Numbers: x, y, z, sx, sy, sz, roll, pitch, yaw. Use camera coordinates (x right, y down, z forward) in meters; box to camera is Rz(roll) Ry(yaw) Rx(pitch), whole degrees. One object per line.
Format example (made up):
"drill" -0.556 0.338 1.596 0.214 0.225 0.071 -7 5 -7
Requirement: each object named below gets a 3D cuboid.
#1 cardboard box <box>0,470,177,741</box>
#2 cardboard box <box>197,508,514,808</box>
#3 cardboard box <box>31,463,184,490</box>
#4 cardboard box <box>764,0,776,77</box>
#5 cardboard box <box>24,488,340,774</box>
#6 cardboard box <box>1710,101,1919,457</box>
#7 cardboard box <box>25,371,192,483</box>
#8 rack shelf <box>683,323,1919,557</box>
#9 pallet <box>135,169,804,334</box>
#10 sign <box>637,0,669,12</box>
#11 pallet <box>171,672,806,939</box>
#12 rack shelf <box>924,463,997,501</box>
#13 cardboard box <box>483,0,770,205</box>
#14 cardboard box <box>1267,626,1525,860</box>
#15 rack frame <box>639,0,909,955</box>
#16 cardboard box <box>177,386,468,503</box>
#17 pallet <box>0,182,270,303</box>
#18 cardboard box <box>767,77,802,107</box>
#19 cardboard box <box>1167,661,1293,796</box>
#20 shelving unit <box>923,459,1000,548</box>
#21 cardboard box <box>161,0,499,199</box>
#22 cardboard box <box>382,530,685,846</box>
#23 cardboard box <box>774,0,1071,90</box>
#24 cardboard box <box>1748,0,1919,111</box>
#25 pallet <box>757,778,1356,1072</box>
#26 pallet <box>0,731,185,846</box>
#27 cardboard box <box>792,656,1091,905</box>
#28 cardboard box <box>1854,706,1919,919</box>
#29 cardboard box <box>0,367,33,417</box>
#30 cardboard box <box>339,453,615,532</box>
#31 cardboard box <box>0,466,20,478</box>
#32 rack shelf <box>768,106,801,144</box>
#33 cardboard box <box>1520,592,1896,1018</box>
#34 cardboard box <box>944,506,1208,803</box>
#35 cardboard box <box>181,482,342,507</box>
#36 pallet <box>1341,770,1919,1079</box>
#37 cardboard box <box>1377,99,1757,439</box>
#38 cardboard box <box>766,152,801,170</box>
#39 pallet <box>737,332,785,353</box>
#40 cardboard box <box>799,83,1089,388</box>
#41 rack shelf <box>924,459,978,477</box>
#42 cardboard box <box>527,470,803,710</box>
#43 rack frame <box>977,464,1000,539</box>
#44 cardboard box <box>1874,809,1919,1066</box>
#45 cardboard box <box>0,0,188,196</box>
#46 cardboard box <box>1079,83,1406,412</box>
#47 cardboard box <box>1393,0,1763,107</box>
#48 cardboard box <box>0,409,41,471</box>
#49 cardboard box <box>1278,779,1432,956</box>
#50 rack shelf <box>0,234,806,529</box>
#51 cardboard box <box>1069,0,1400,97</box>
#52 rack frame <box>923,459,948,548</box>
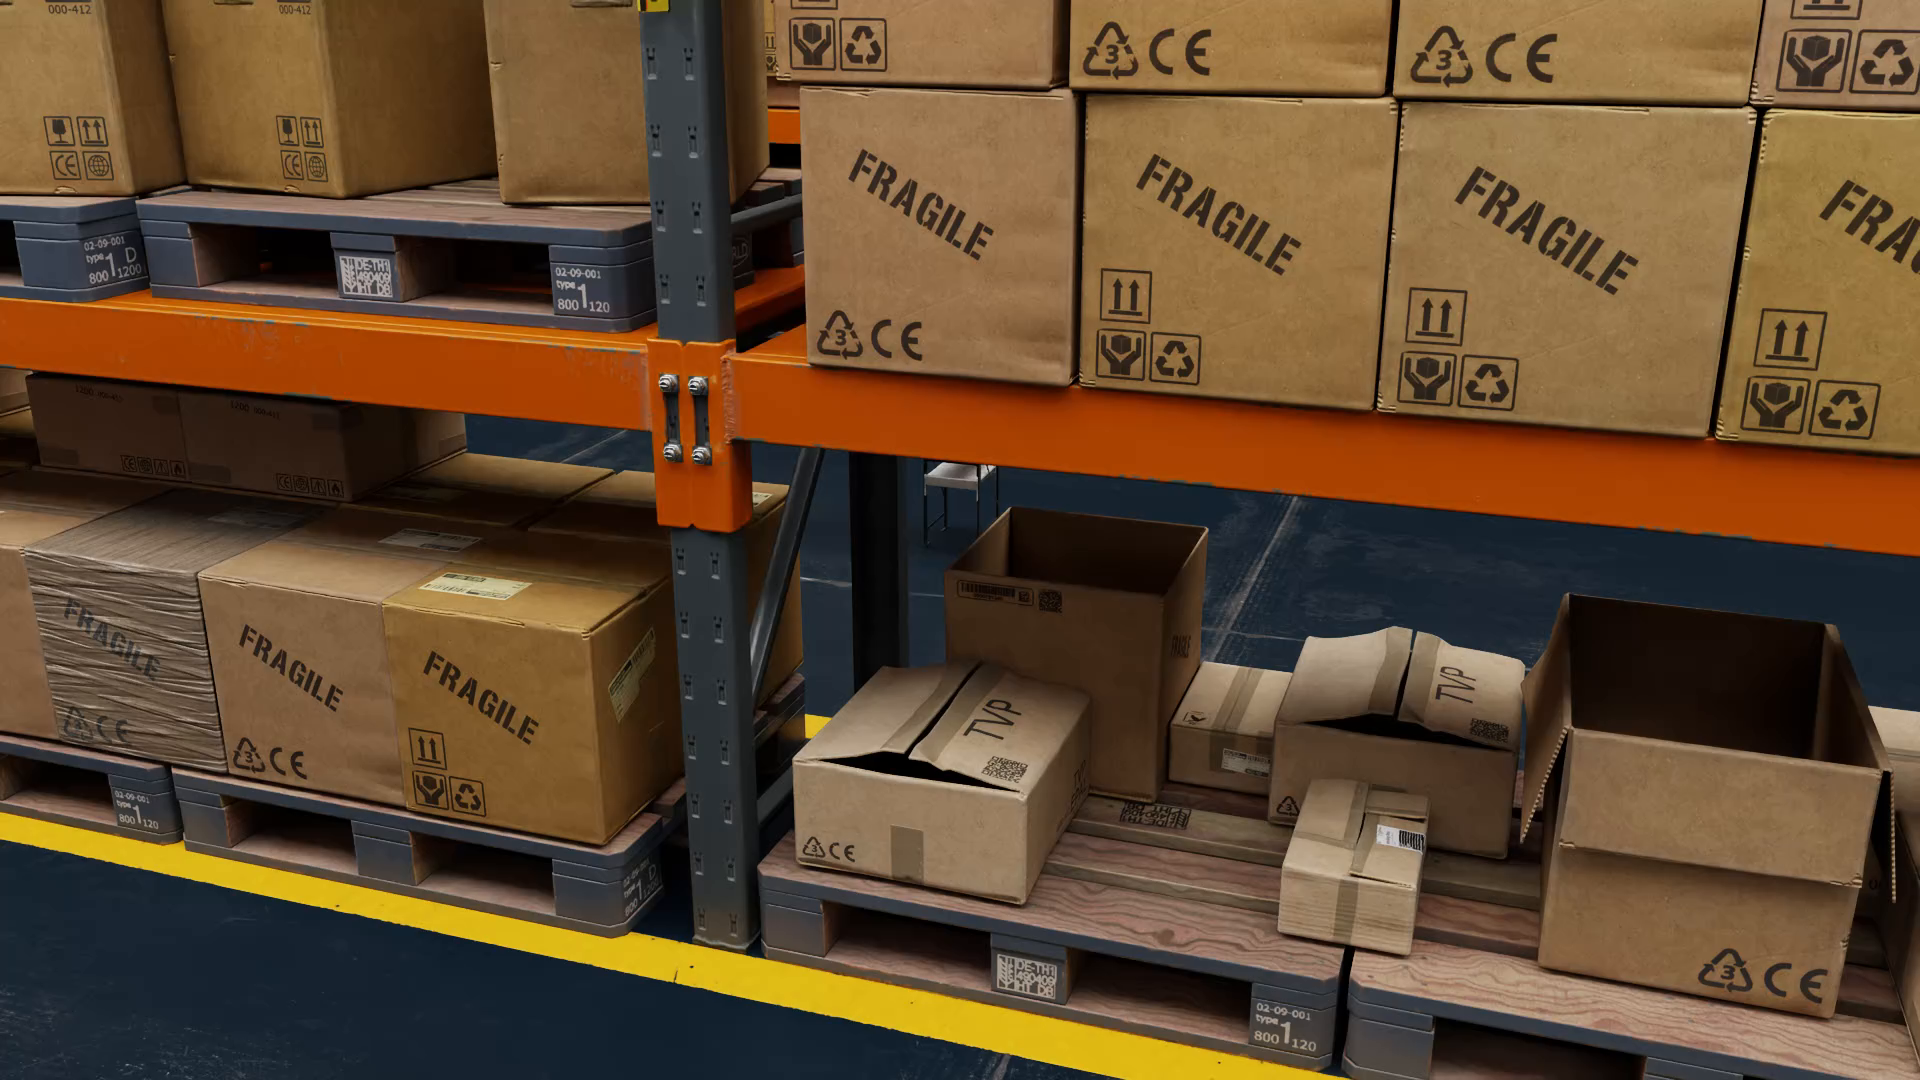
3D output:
"cardboard box" -2.331 0.149 4.220 0.500 0.500 0.500 6 20 16
"cardboard box" -1.376 0.258 3.909 0.500 0.500 0.500 7 20 18
"cardboard box" -2.183 -0.015 4.692 0.500 0.500 0.500 6 20 16
"cardboard box" -0.679 -2.565 8.244 0.500 0.500 0.500 7 20 20
"cardboard box" -1.850 0.203 4.065 0.500 0.500 0.500 7 20 19
"cardboard box" 1.478 -0.439 2.625 0.500 0.500 0.500 6 20 17
"cardboard box" -2.147 -0.366 4.560 0.500 0.250 0.500 6 20 17
"rack shelf" 1.538 -0.139 3.010 4.000 0.370 1.077 7 20 18
"pallet" -1.071 -0.724 3.888 1.213 0.211 1.003 7 20 18
"sign" -0.530 -1.068 2.825 0.005 0.325 0.100 7 20 18
"pallet" -1.132 0.546 4.189 1.213 0.211 1.003 7 20 18
"rack shelf" 0.008 -0.223 5.996 0.200 0.077 0.258 7 20 18
"cardboard box" -0.726 -1.061 3.773 0.500 0.500 0.700 0 19 0
"cardboard box" 0.988 0.422 3.726 0.500 0.311 0.500 7 20 18
"rack frame" -0.352 -0.695 3.512 0.127 3.000 1.000 7 20 18
"cardboard box" -1.673 -0.312 4.405 0.500 0.250 0.500 7 20 18
"pallet" -2.292 -0.827 4.184 1.213 0.211 1.003 7 20 18
"cardboard box" -0.820 -2.288 8.435 0.250 0.149 0.380 7 20 18
"cardboard box" 0.654 0.439 3.922 0.250 0.149 0.380 7 20 18
"shelving unit" 0.008 -0.424 5.926 0.210 0.900 0.258 7 20 18
"cardboard box" -1.396 -1.115 3.929 0.500 0.500 0.700 10 22 27
"cardboard box" -0.912 0.314 3.748 0.500 0.500 0.500 6 20 18
"cardboard box" 0.001 -1.076 2.934 0.500 0.500 0.500 7 20 19
"cardboard box" 1.462 -0.909 2.455 0.500 0.500 0.500 7 20 20
"pallet" 0.297 0.697 3.757 1.213 0.211 1.003 7 20 18
"pallet" -2.289 0.415 4.566 1.213 0.211 1.003 7 20 18
"cardboard box" -0.026 0.480 3.559 0.500 0.311 0.500 7 20 18
"cardboard box" 2.062 0.573 3.384 0.500 0.250 0.500 7 20 18
"cardboard box" -3.115 -0.475 4.873 0.500 0.250 0.500 7 21 20
"cardboard box" -1.236 0.096 4.373 0.500 0.500 0.500 7 20 19
"cardboard box" -2.825 0.094 4.377 0.500 0.500 0.500 6 20 17
"rack shelf" -0.619 -2.112 8.670 4.000 0.370 1.077 7 20 18
"cardboard box" 1.425 0.478 3.273 0.637 0.503 0.797 7 20 18
"cardboard box" 0.280 0.251 3.927 0.500 0.500 0.500 7 20 18
"cardboard box" -1.706 0.039 4.535 0.500 0.500 0.500 7 20 19
"pallet" 1.453 0.828 3.381 1.213 0.211 1.003 7 20 18
"cardboard box" 0.997 -0.493 2.782 0.500 0.500 0.500 6 20 18
"cardboard box" -1.031 -1.634 8.834 0.750 0.750 0.750 6 20 18
"pallet" -0.639 -1.110 8.939 1.213 0.211 1.003 7 20 18
"cardboard box" 0.040 -0.602 3.094 0.500 0.500 0.500 7 20 19
"rack shelf" 0.008 -0.308 5.966 0.200 0.077 0.258 7 20 18
"cardboard box" -0.729 0.150 4.218 0.500 0.500 0.500 6 20 16
"rack frame" 0.104 -0.413 5.894 0.006 0.900 0.240 7 20 18
"cardboard box" 1.945 0.734 2.922 0.500 0.250 0.500 7 20 18
"cardboard box" -2.041 -1.112 3.919 0.500 0.500 0.700 1 19 4
"cardboard box" 0.525 -0.548 2.939 0.500 0.500 0.500 7 20 19
"cardboard box" 0.974 -0.964 2.615 0.500 0.500 0.500 6 20 16
"cardboard box" -2.681 -0.070 4.849 0.500 0.500 0.500 6 20 16
"cardboard box" 0.794 0.638 3.324 0.250 0.166 0.380 7 20 18
"rack shelf" -2.241 -0.571 4.250 4.000 0.370 1.077 7 20 18
"cardboard box" 0.489 -1.020 2.774 0.500 0.500 0.500 6 20 16
"rack frame" -0.088 -0.435 5.957 0.006 0.900 0.240 7 20 18
